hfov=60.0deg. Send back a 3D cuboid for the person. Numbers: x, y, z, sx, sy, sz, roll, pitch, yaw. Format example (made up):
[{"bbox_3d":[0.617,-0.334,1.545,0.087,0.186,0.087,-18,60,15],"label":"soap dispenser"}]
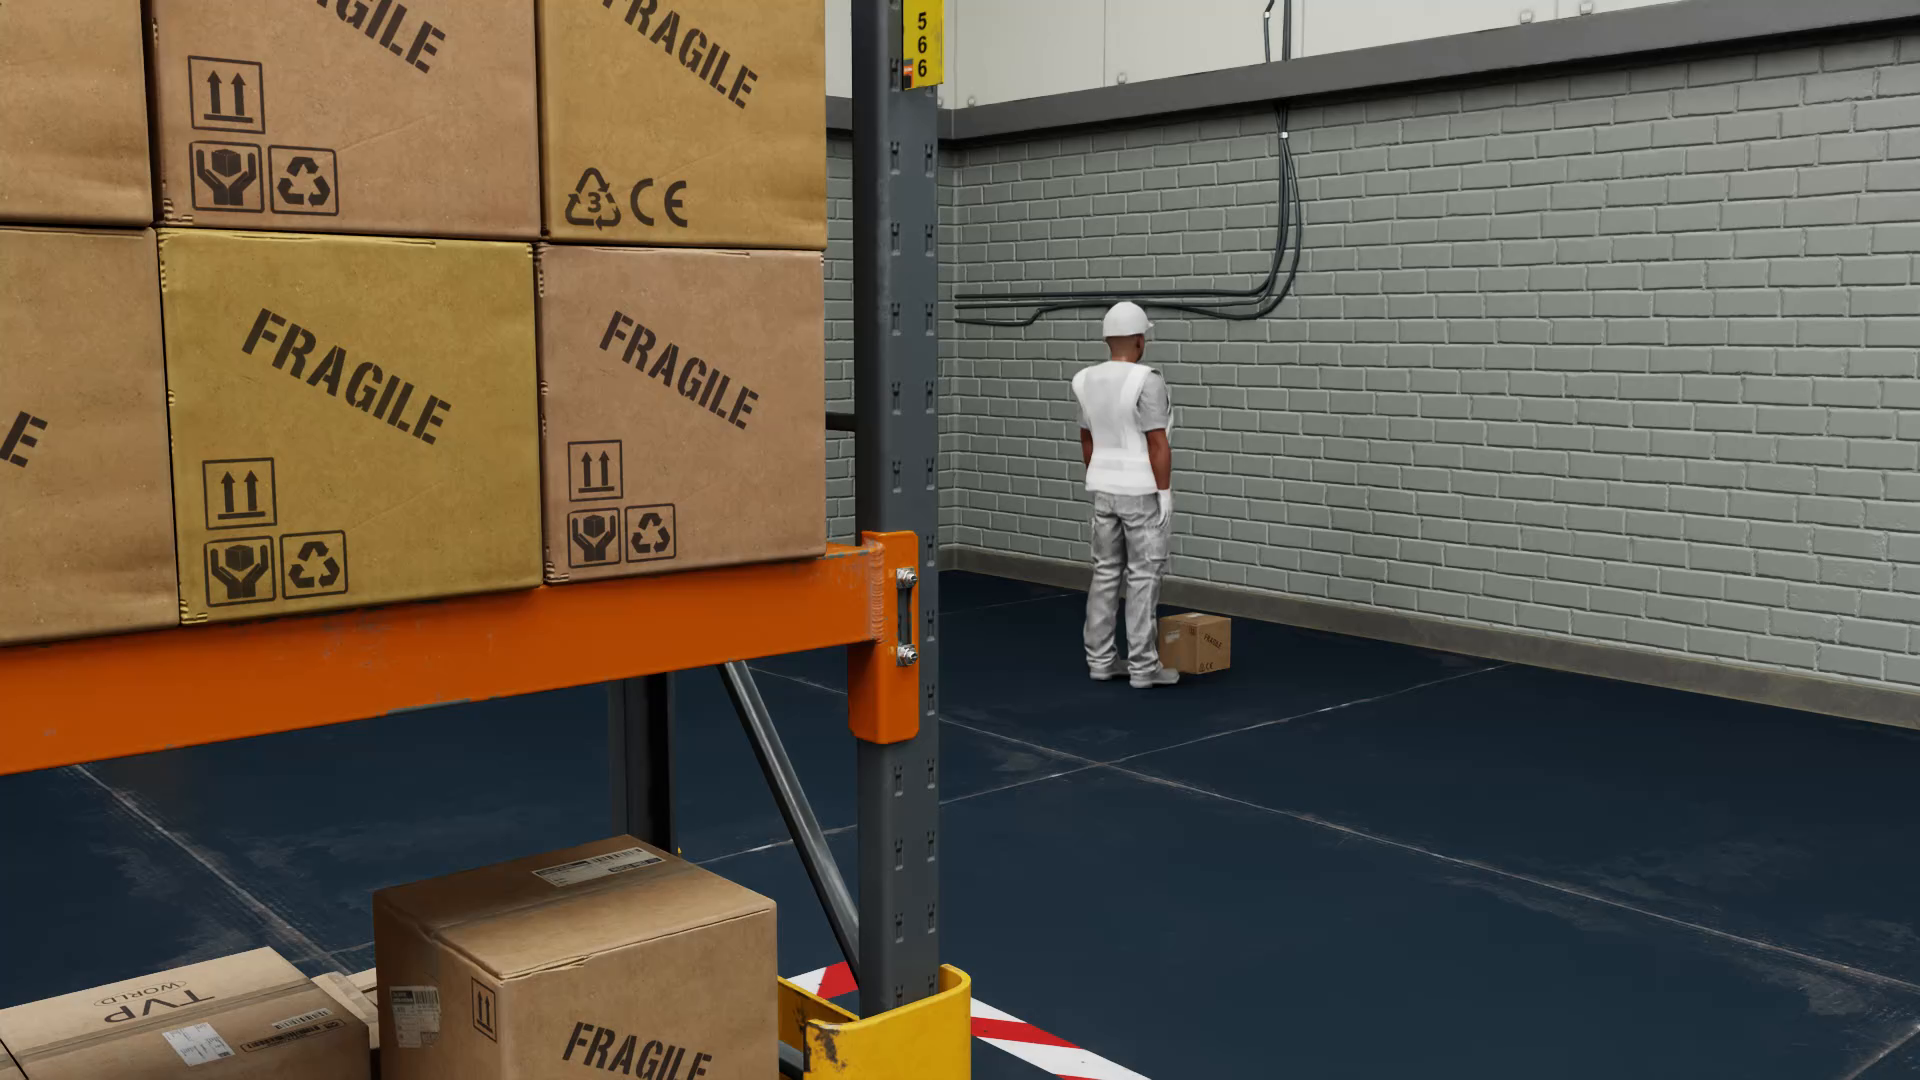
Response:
[{"bbox_3d":[0.797,-0.219,7.832,0.380,1.789,0.546,-6,10,-40],"label":"person"}]
